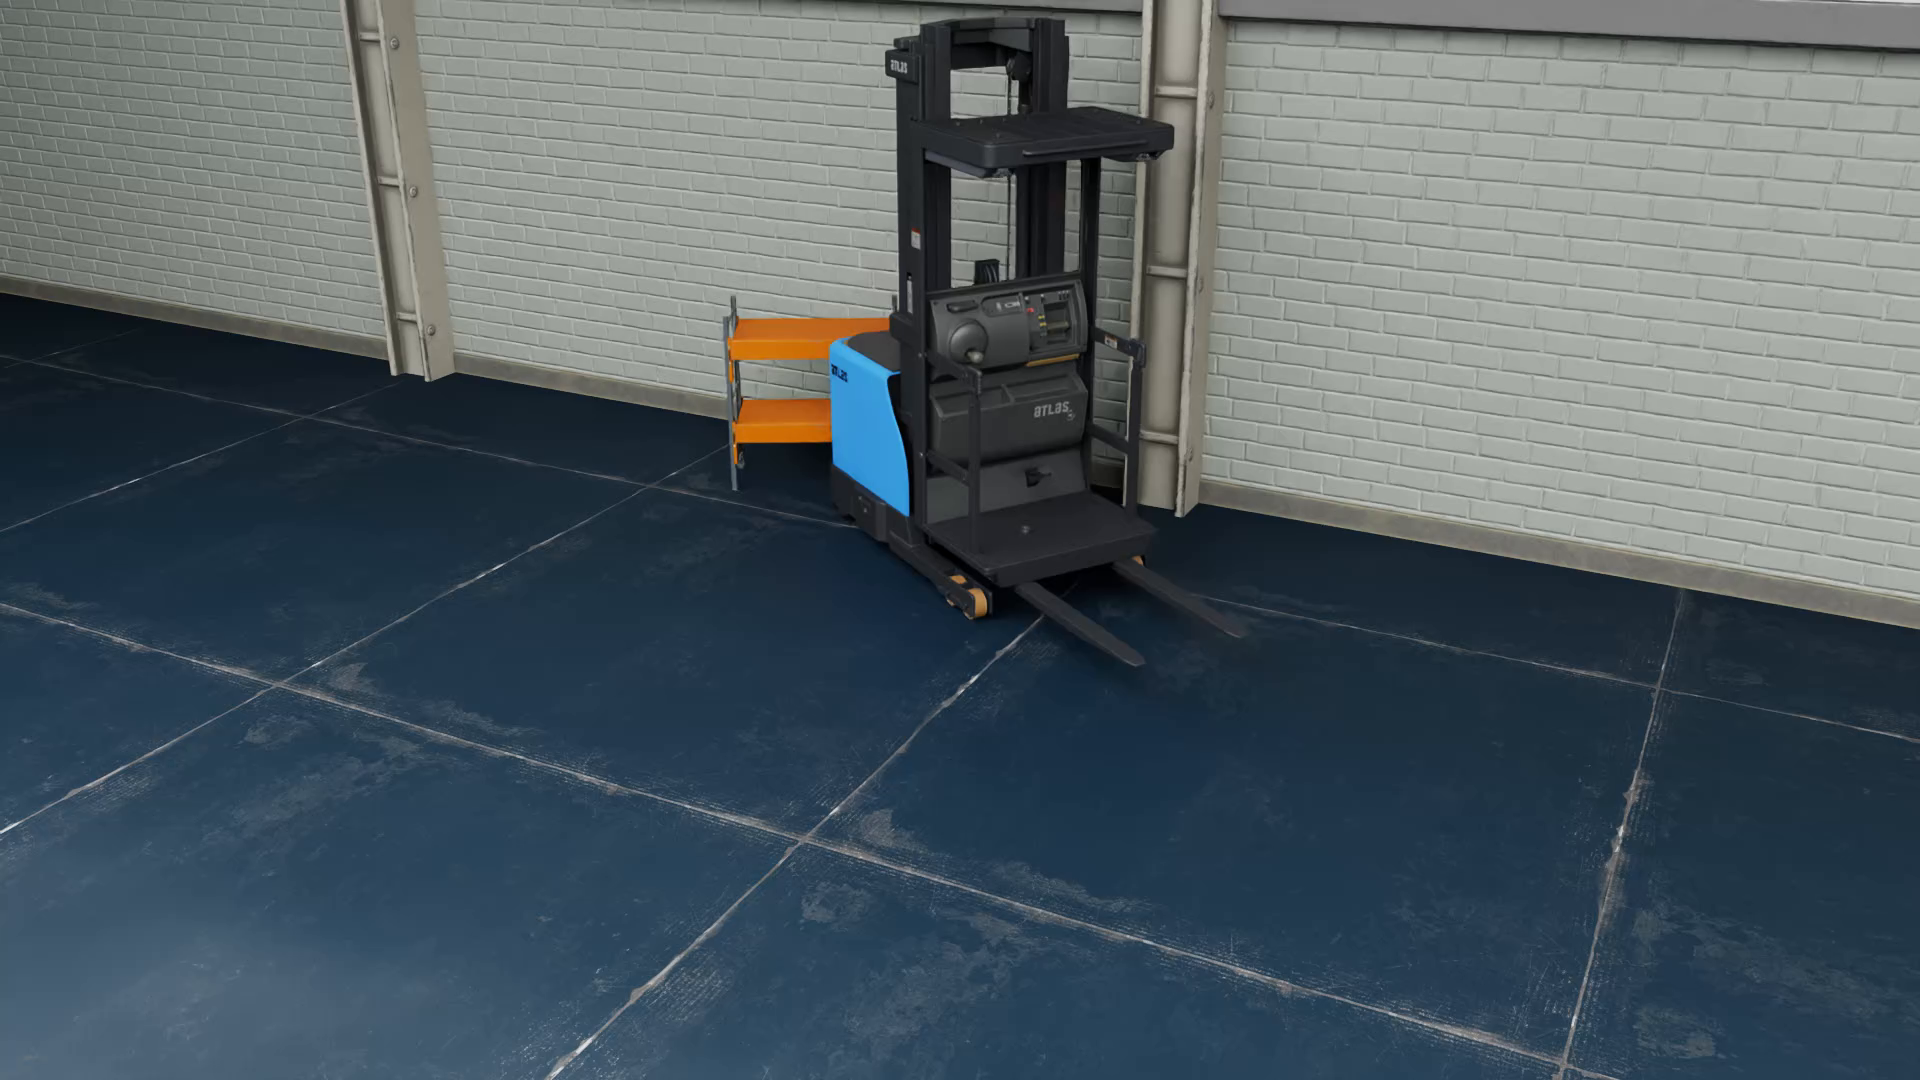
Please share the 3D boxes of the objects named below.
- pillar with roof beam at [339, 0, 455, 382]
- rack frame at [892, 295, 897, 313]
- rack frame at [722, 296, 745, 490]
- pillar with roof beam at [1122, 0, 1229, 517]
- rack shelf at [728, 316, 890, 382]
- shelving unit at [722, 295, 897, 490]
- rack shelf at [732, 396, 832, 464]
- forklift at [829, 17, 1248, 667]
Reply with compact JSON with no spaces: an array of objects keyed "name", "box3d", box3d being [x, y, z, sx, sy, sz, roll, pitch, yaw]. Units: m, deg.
[{"name":"pillar with roof beam","box3d":[-6.055,-3.922,7.473,0.400,9.000,9.100,11,25,25]},{"name":"rack frame","box3d":[-0.409,-0.937,10.516,0.032,1.125,0.500,-1,23,-1]},{"name":"rack frame","box3d":[-1.426,-0.928,10.494,0.032,1.125,0.500,-1,23,-1]},{"name":"pillar with roof beam","box3d":[-0.700,-2.862,4.982,0.400,9.000,9.100,11,25,25]},{"name":"rack shelf","box3d":[-0.918,-1.202,10.391,1.000,0.278,0.538,-1,23,-1]},{"name":"shelving unit","box3d":[-0.918,-0.932,10.505,1.048,1.125,0.538,-1,23,-1]},{"name":"rack shelf","box3d":[-0.918,-0.707,10.601,1.000,0.278,0.538,-1,23,-1]},{"name":"forklift","box3d":[0.374,-1.133,8.669,1.130,2.935,3.031,-12,26,-27]}]
